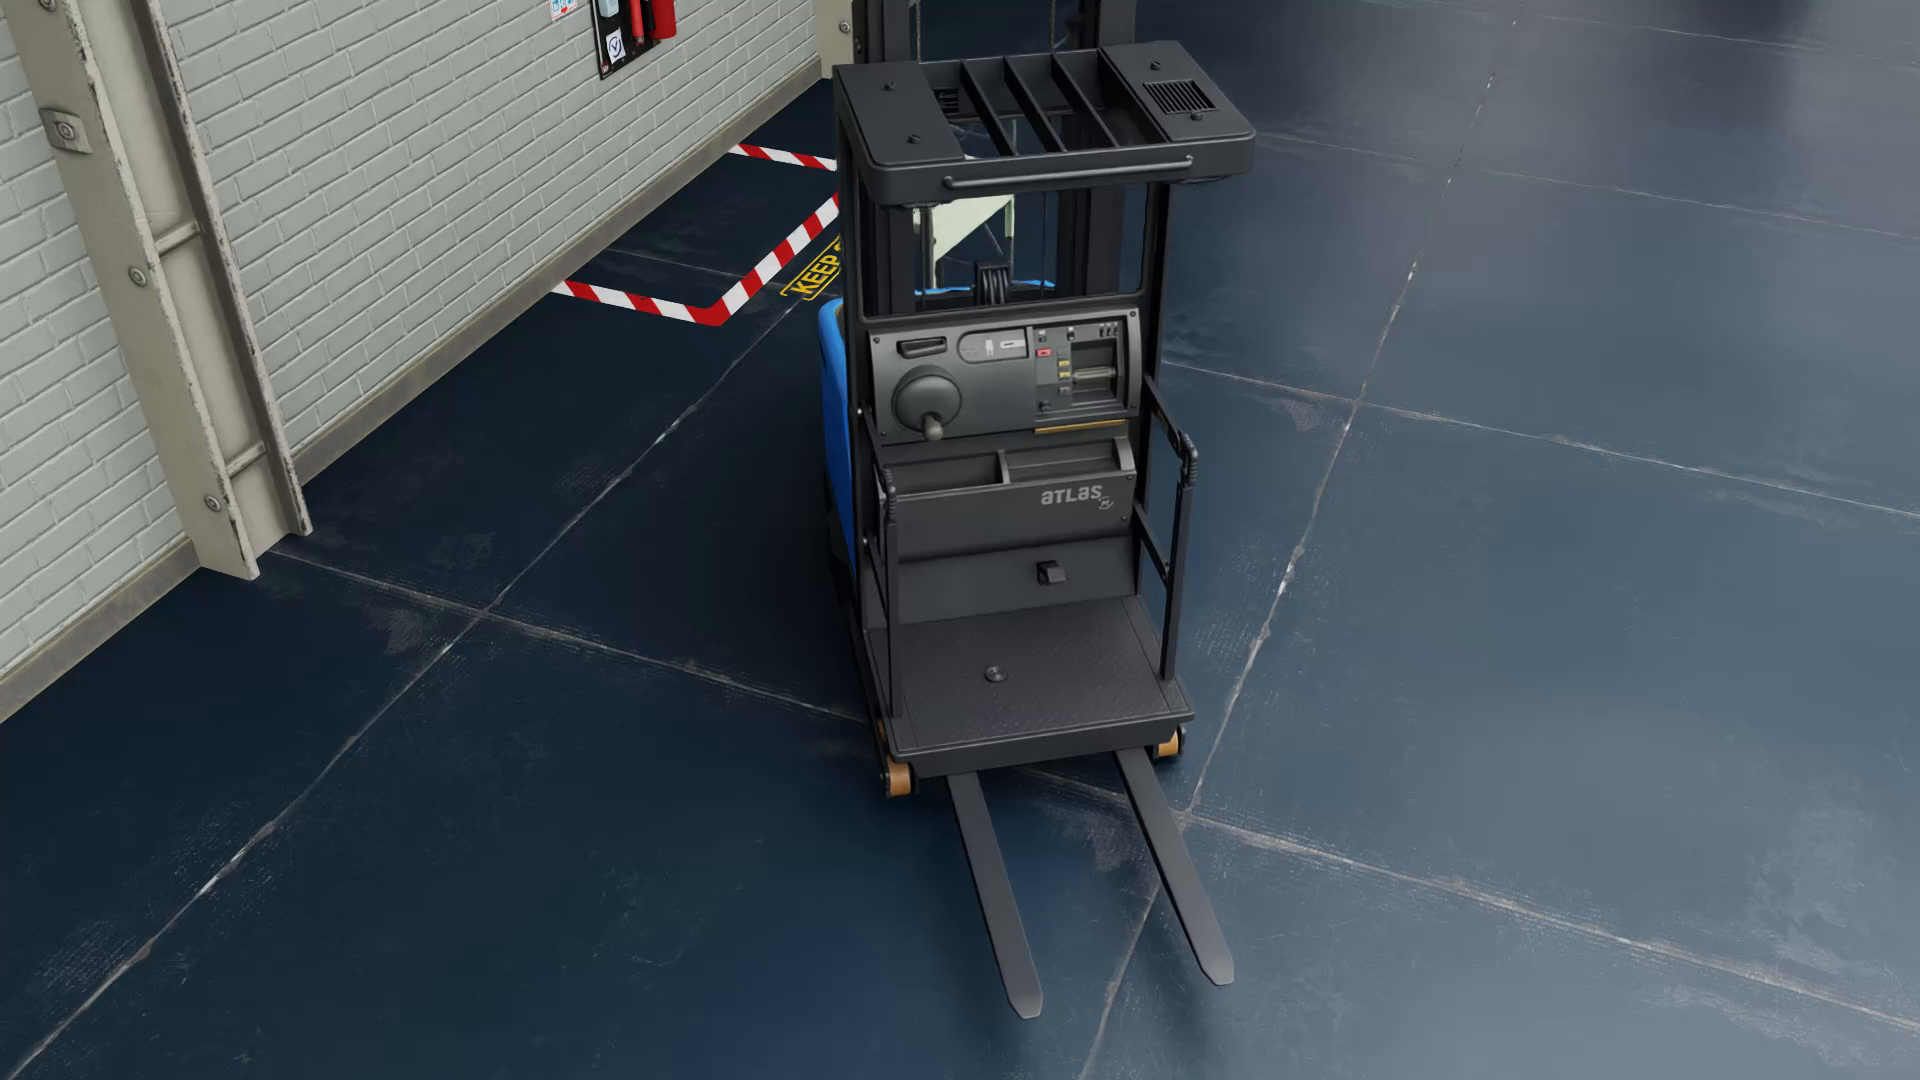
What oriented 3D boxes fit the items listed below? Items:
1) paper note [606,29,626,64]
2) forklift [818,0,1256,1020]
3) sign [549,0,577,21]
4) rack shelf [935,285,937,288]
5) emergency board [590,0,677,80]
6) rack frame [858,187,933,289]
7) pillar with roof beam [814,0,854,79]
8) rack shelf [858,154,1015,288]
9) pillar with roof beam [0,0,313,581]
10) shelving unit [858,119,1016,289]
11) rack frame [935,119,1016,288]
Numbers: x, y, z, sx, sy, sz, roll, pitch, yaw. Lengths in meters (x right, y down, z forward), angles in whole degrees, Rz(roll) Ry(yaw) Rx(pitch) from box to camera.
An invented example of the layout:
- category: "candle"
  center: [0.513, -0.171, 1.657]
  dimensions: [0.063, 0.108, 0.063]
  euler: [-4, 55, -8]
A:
- category: "paper note"
  center: [-1.881, -2.701, 9.094]
  dimensions: [0.016, 0.148, 0.142]
  euler: [14, 39, 18]
- category: "forklift"
  center: [0.206, -0.493, 5.462]
  dimensions: [1.130, 2.935, 3.031]
  euler: [-7, 37, -9]
- category: "sign"
  center: [-2.056, -2.868, 8.552]
  dimensions: [0.001, 0.329, 0.234]
  euler: [14, 39, 18]
- category: "rack shelf"
  center: [-0.115, -0.815, 7.633]
  dimensions: [0.431, 0.370, 0.720]
  euler: [18, 41, 23]
- category: "emergency board"
  center: [-1.750, -3.136, 8.940]
  dimensions: [0.194, 1.169, 0.643]
  euler: [14, 39, 18]
- category: "rack frame"
  center: [-0.292, -0.885, 7.181]
  dimensions: [0.400, 1.500, 0.023]
  euler: [18, 41, 23]
- category: "pillar with roof beam"
  center: [3.207, -5.918, 7.651]
  dimensions: [9.100, 9.000, 0.400]
  euler: [14, 39, 18]
- category: "rack shelf"
  center: [-0.115, -1.389, 7.204]
  dimensions: [0.431, 0.370, 0.720]
  euler: [18, 41, 23]
- category: "pillar with roof beam"
  center: [0.924, -2.596, 3.207]
  dimensions: [9.100, 9.000, 0.400]
  euler: [14, 39, 18]
- category: "shelving unit"
  center: [-0.115, -1.076, 7.437]
  dimensions: [0.431, 1.500, 0.755]
  euler: [18, 41, 23]
- category: "rack frame"
  center: [0.063, -1.268, 7.694]
  dimensions: [0.400, 1.500, 0.023]
  euler: [18, 41, 23]
